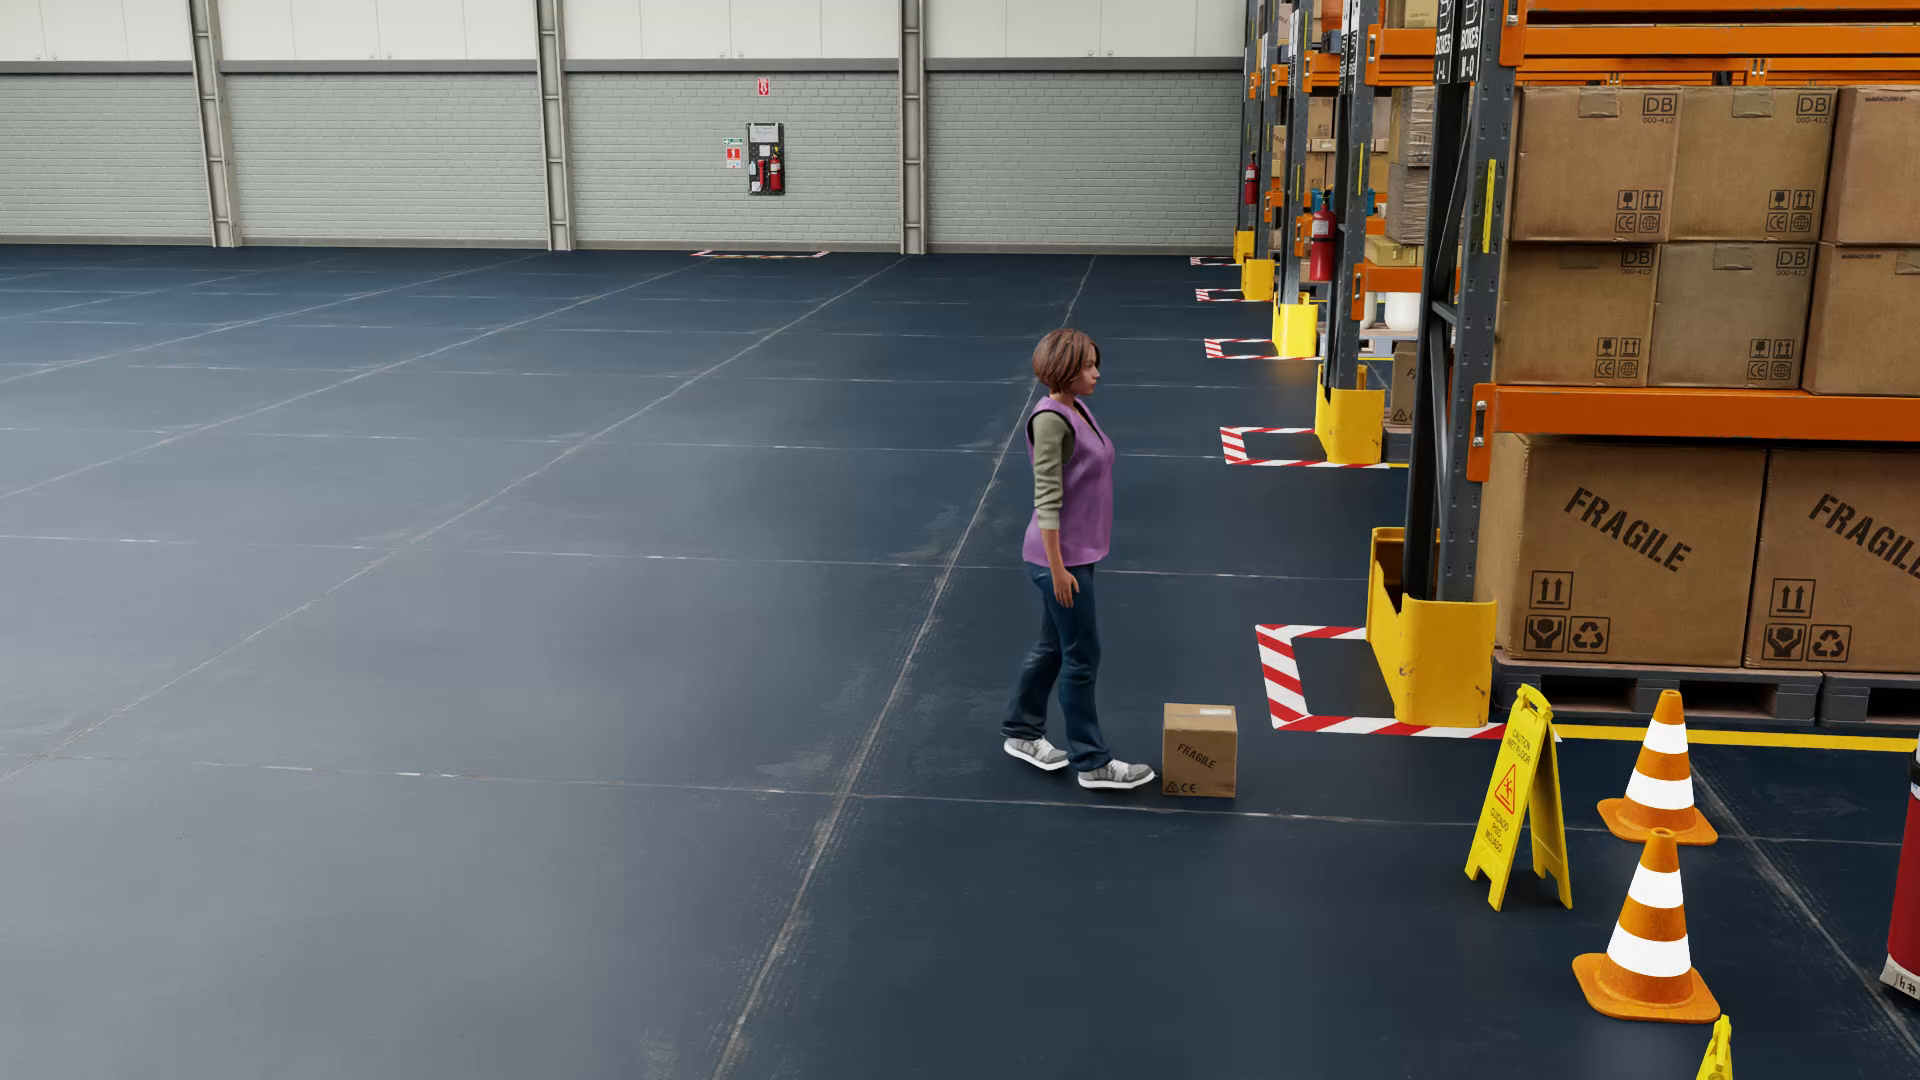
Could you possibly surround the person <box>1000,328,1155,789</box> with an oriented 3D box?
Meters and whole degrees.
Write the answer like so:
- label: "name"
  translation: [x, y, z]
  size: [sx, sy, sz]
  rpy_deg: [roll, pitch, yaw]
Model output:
- label: "person"
  translation: [0.413, 0.073, 5.722]
  size: [0.583, 1.603, 0.428]
  rpy_deg: [4, 15, 16]
